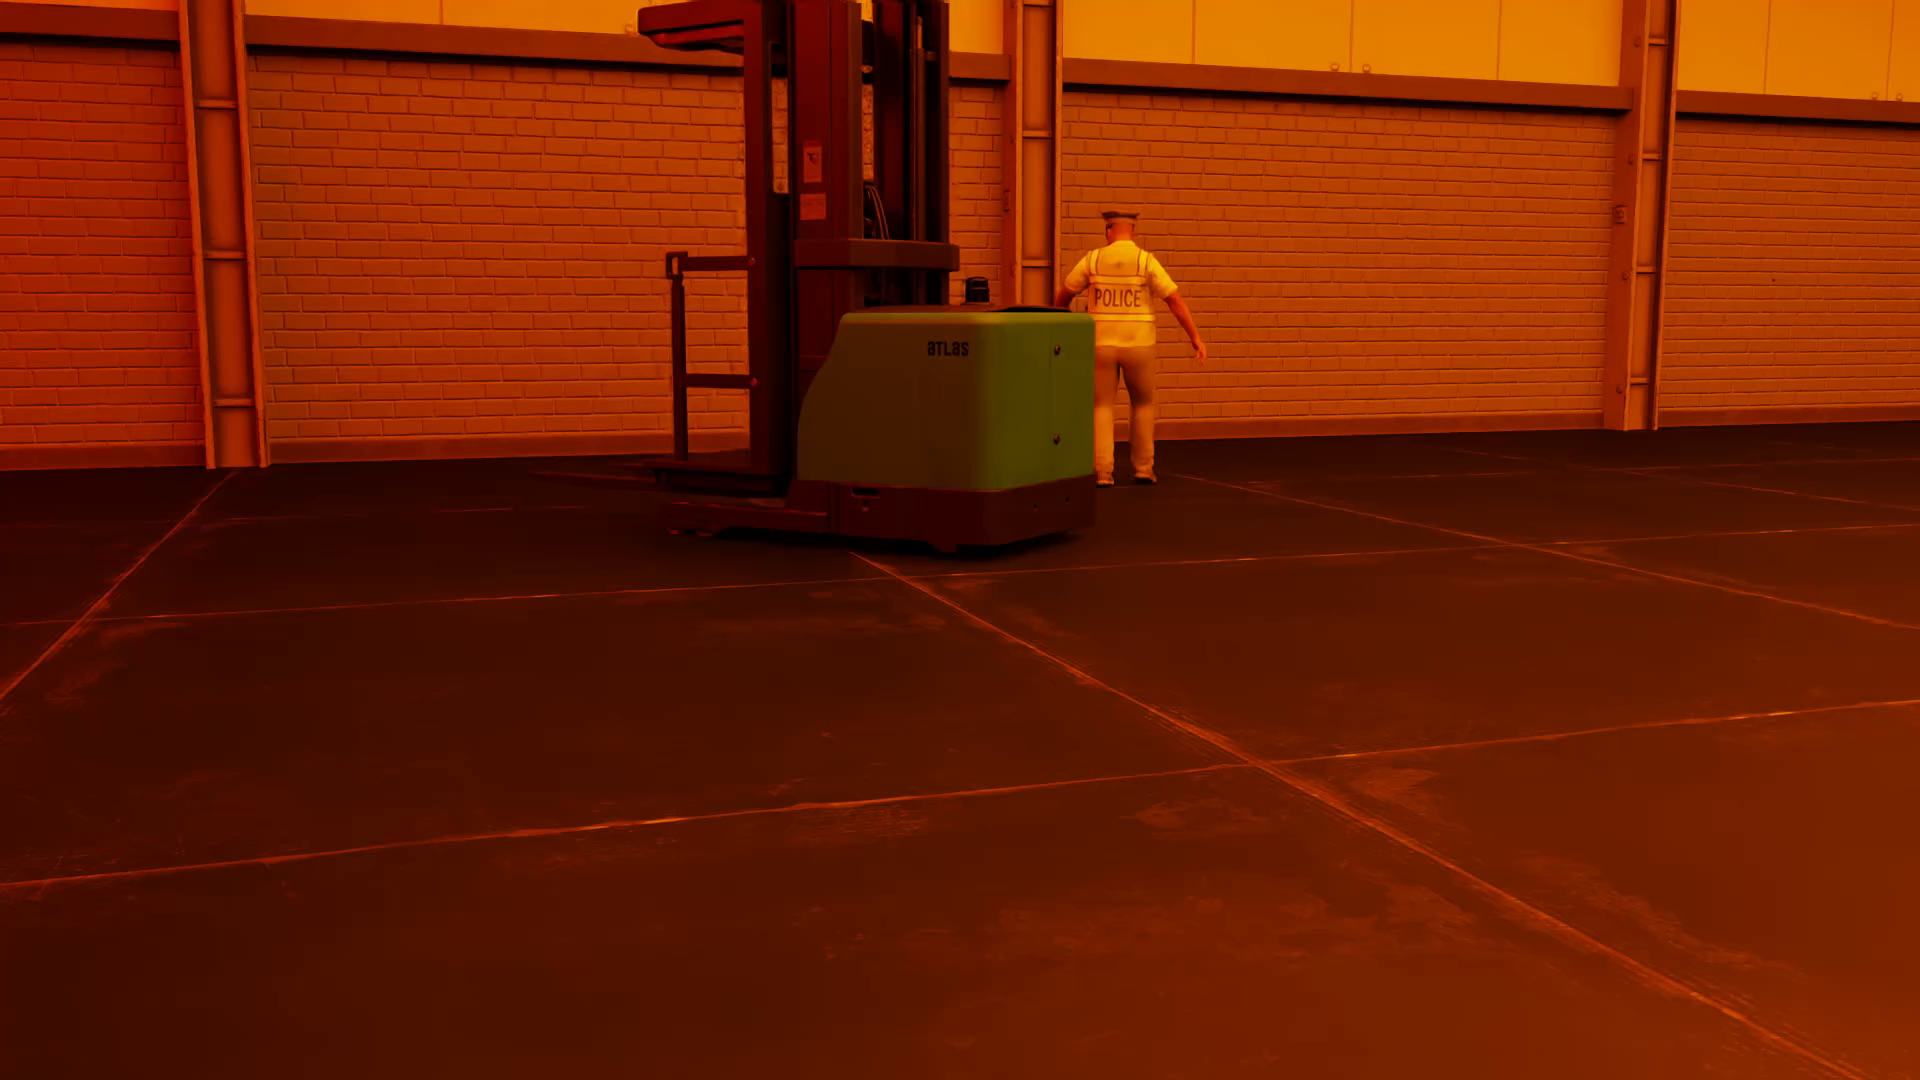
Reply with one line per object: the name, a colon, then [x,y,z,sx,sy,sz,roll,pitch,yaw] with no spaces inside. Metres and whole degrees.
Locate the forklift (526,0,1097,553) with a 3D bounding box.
forklift: [-0.866,-1.518,8.206,3.031,2.935,1.130,5,9,32]

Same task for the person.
person: [1.059,-1.194,10.496,1.011,1.756,0.694,2,8,12]
